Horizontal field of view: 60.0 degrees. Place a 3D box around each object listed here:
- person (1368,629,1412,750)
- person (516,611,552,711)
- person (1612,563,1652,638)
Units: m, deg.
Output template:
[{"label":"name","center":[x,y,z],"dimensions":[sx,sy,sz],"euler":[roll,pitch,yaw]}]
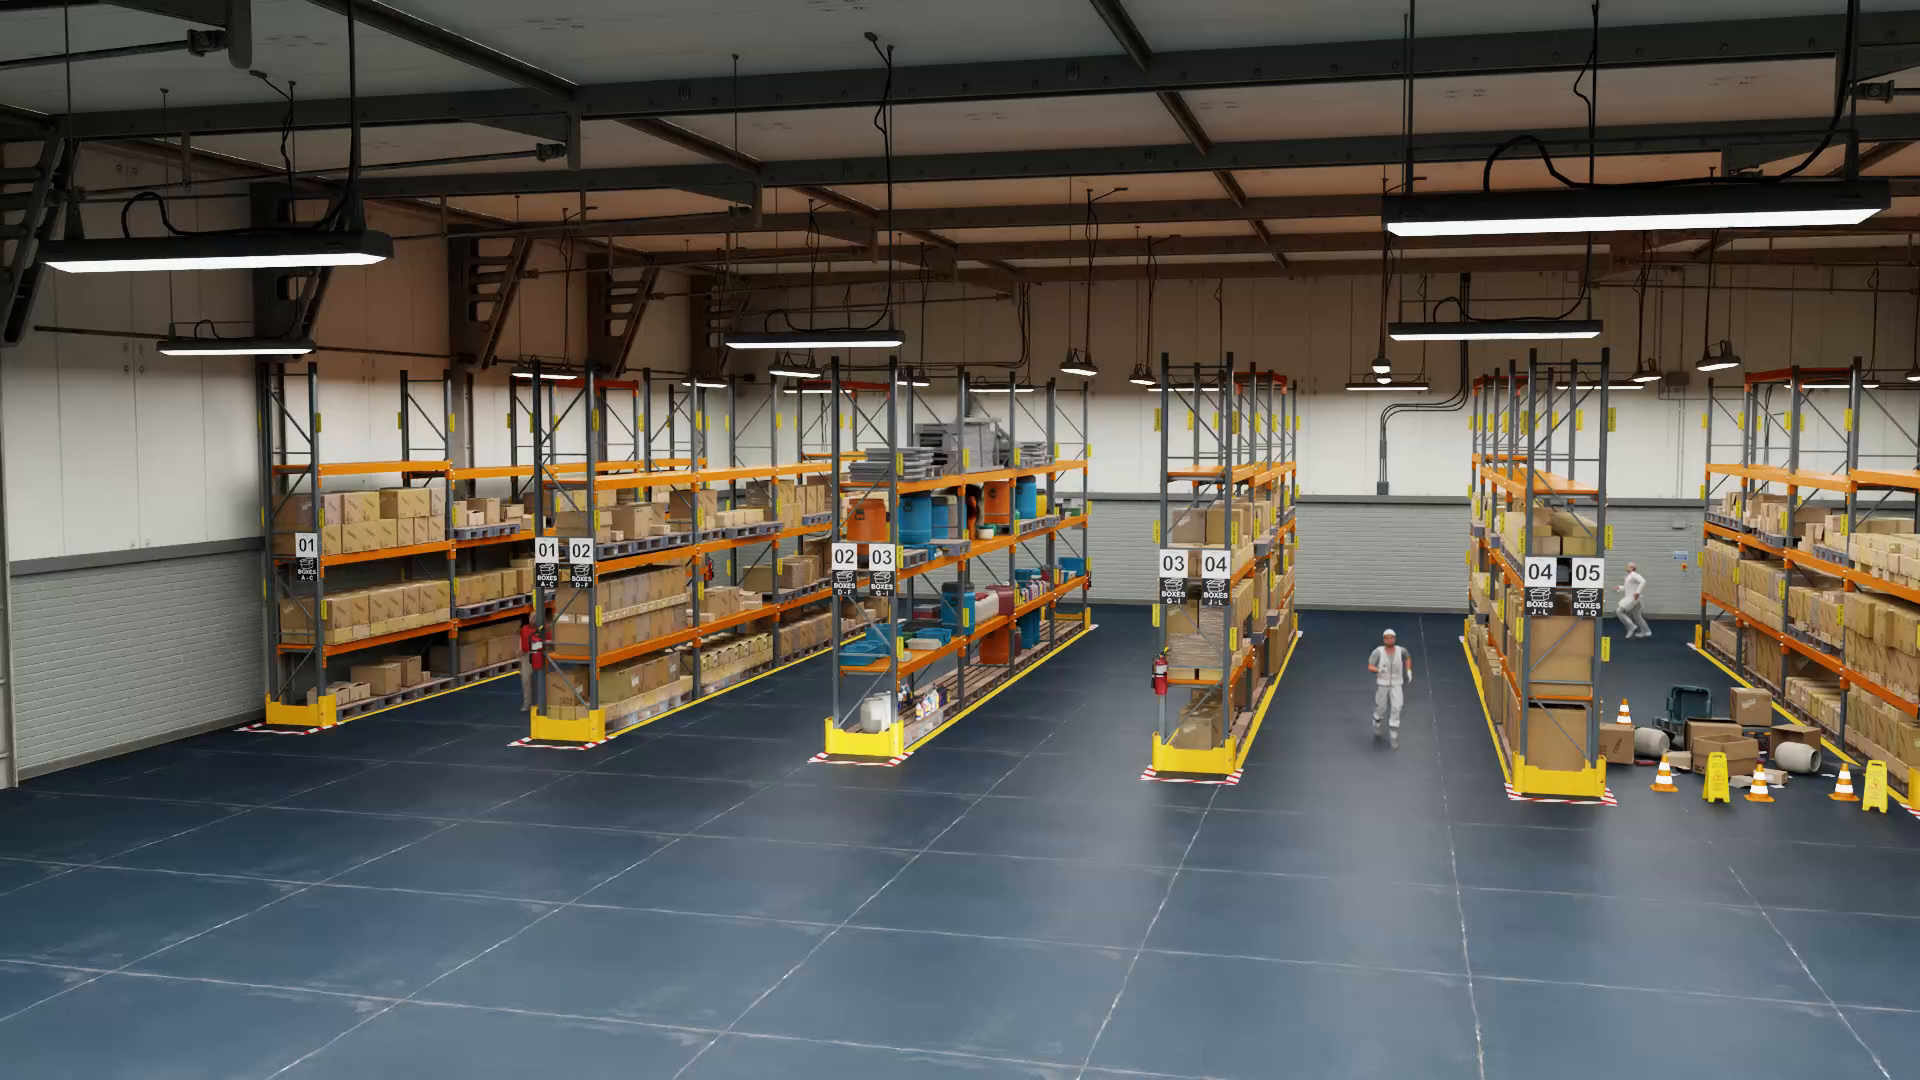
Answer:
[{"label":"person","center":[6.689,2.281,25.913],"dimensions":[0.673,1.814,0.980],"euler":[1,4,8]},{"label":"person","center":[-7.454,2.092,29.097],"dimensions":[0.672,1.699,0.923],"euler":[0,4,6]},{"label":"person","center":[15.565,1.403,38.519],"dimensions":[0.914,1.759,0.728],"euler":[2,4,23]}]
